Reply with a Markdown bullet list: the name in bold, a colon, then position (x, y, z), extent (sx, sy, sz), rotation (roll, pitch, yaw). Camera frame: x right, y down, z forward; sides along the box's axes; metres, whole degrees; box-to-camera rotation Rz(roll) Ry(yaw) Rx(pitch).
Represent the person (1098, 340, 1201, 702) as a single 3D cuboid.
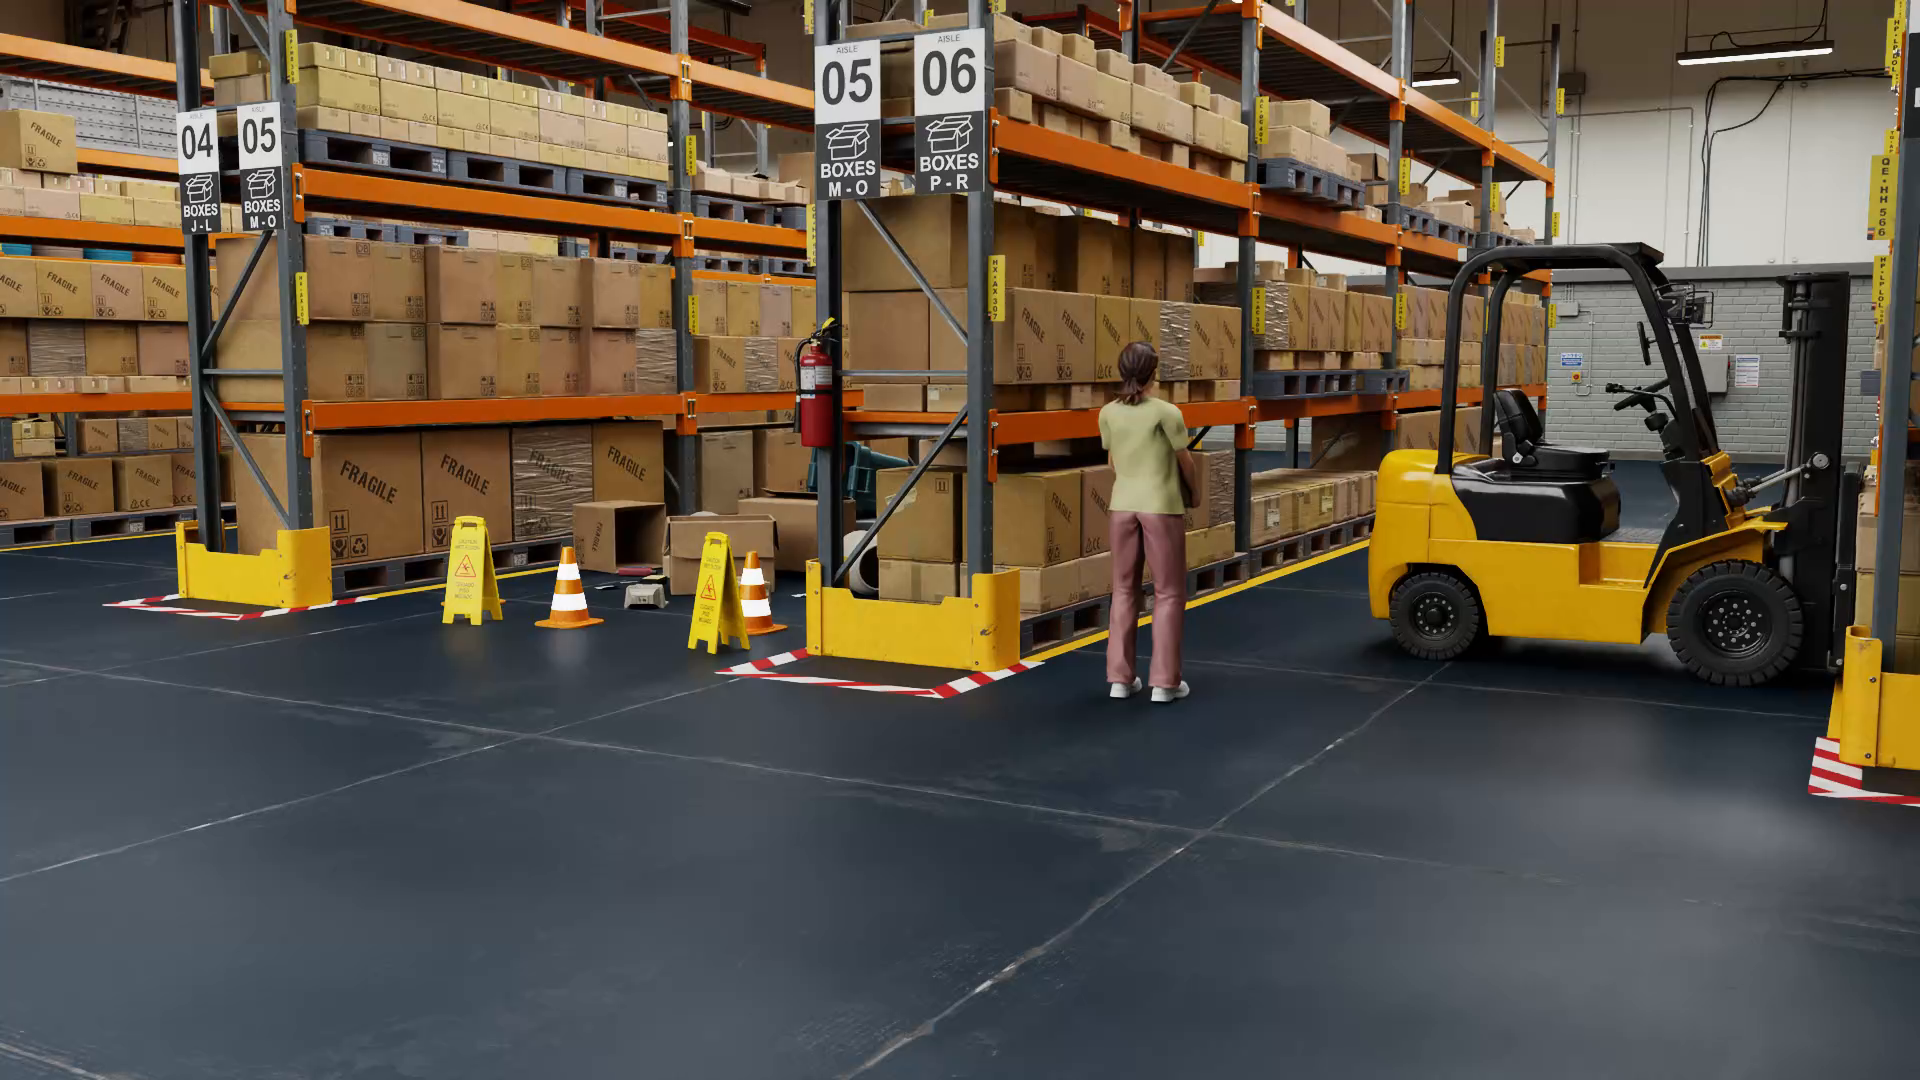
- **person**: position (0.890, -0.095, 7.779), extent (0.428, 1.663, 0.558), rotation (3, 7, 29)
